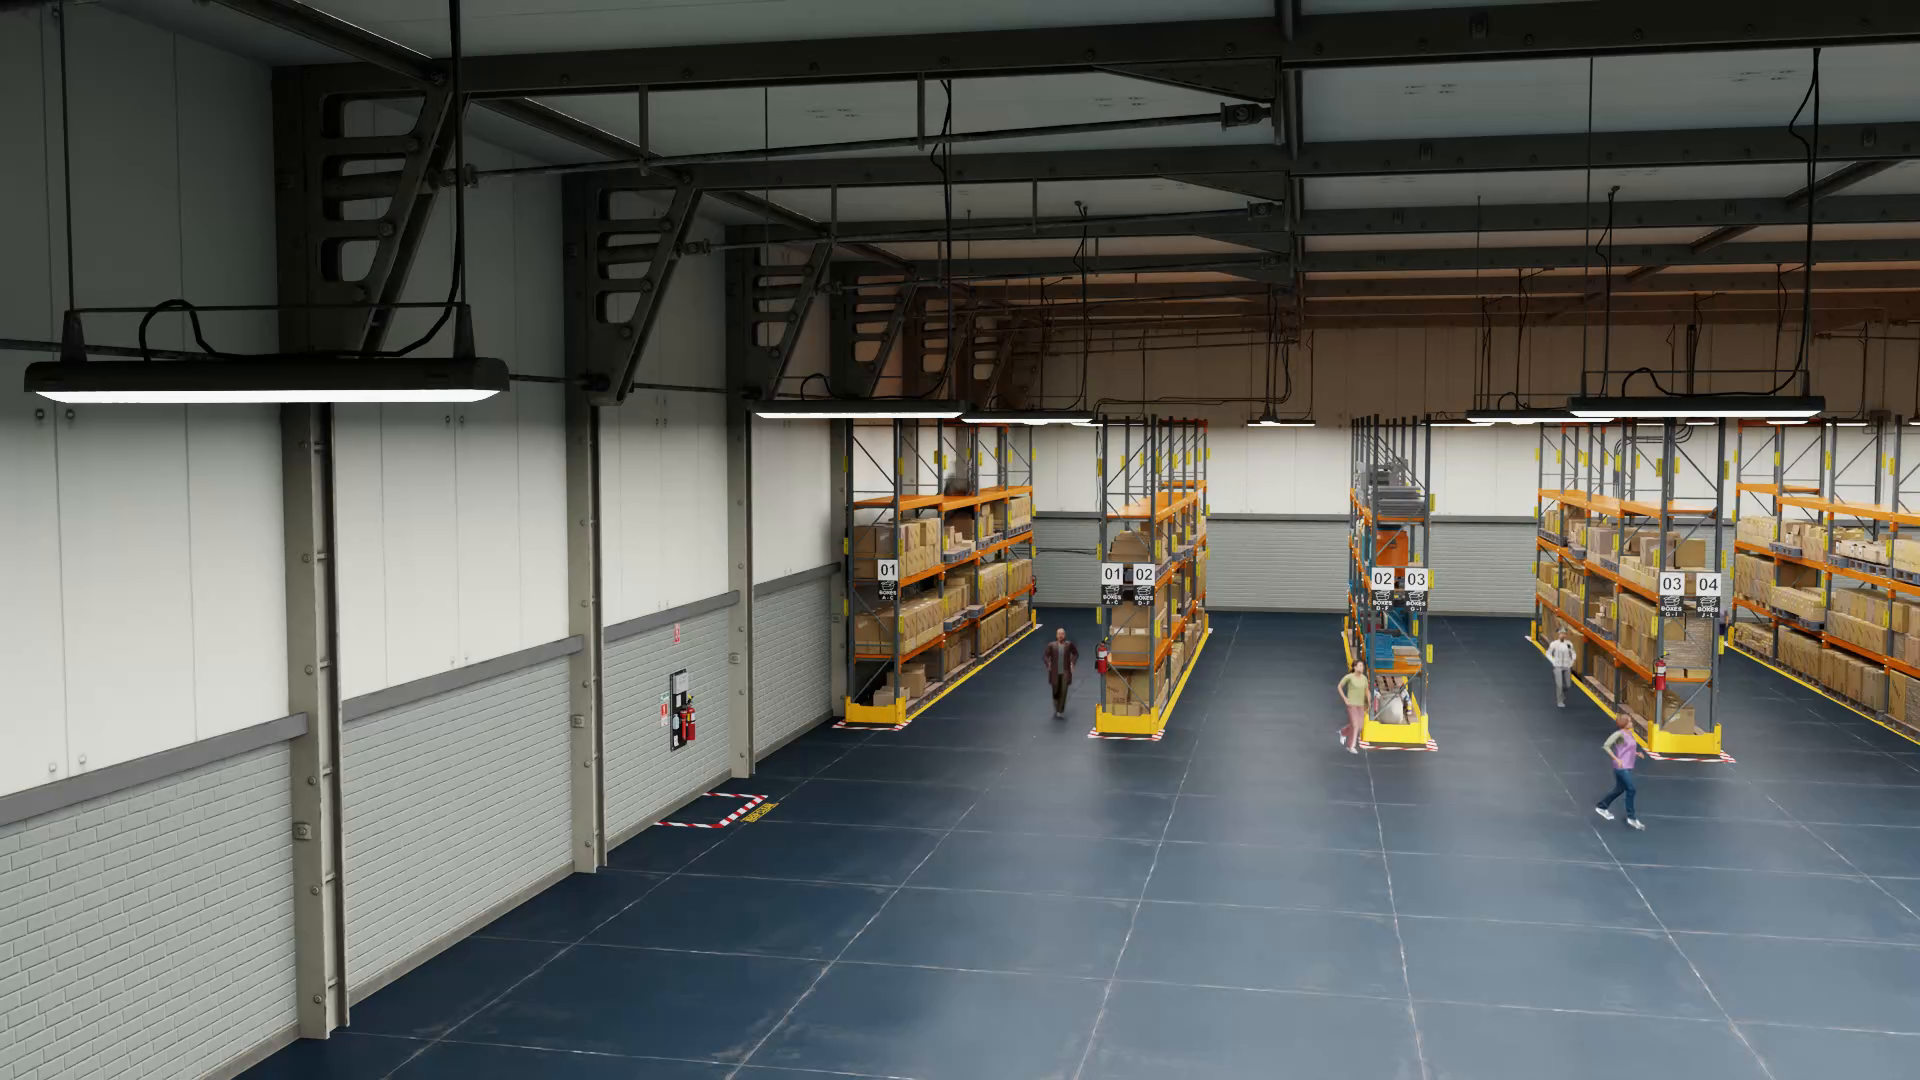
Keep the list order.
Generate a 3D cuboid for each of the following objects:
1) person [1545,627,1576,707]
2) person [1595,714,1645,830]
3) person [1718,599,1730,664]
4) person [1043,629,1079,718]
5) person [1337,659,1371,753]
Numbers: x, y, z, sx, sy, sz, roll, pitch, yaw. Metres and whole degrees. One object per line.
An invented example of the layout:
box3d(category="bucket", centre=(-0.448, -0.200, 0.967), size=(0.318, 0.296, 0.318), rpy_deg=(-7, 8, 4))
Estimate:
box3d(category="person", centre=(12.419, 2.609, 34.356), size=(0.614, 1.647, 0.580), rpy_deg=(1, 4, 8))
box3d(category="person", centre=(9.557, 3.318, 24.017), size=(0.727, 1.627, 0.547), rpy_deg=(3, 5, 39))
box3d(category="person", centre=(18.631, 2.203, 40.964), size=(0.612, 1.638, 0.740), rpy_deg=(1, 4, 12))
box3d(category="person", centre=(2.017, 2.674, 33.198), size=(0.708, 1.678, 0.875), rpy_deg=(0, 4, 3))
box3d(category="person", centre=(7.029, 2.947, 29.683), size=(0.630, 1.628, 0.606), rpy_deg=(-2, 4, -22))
